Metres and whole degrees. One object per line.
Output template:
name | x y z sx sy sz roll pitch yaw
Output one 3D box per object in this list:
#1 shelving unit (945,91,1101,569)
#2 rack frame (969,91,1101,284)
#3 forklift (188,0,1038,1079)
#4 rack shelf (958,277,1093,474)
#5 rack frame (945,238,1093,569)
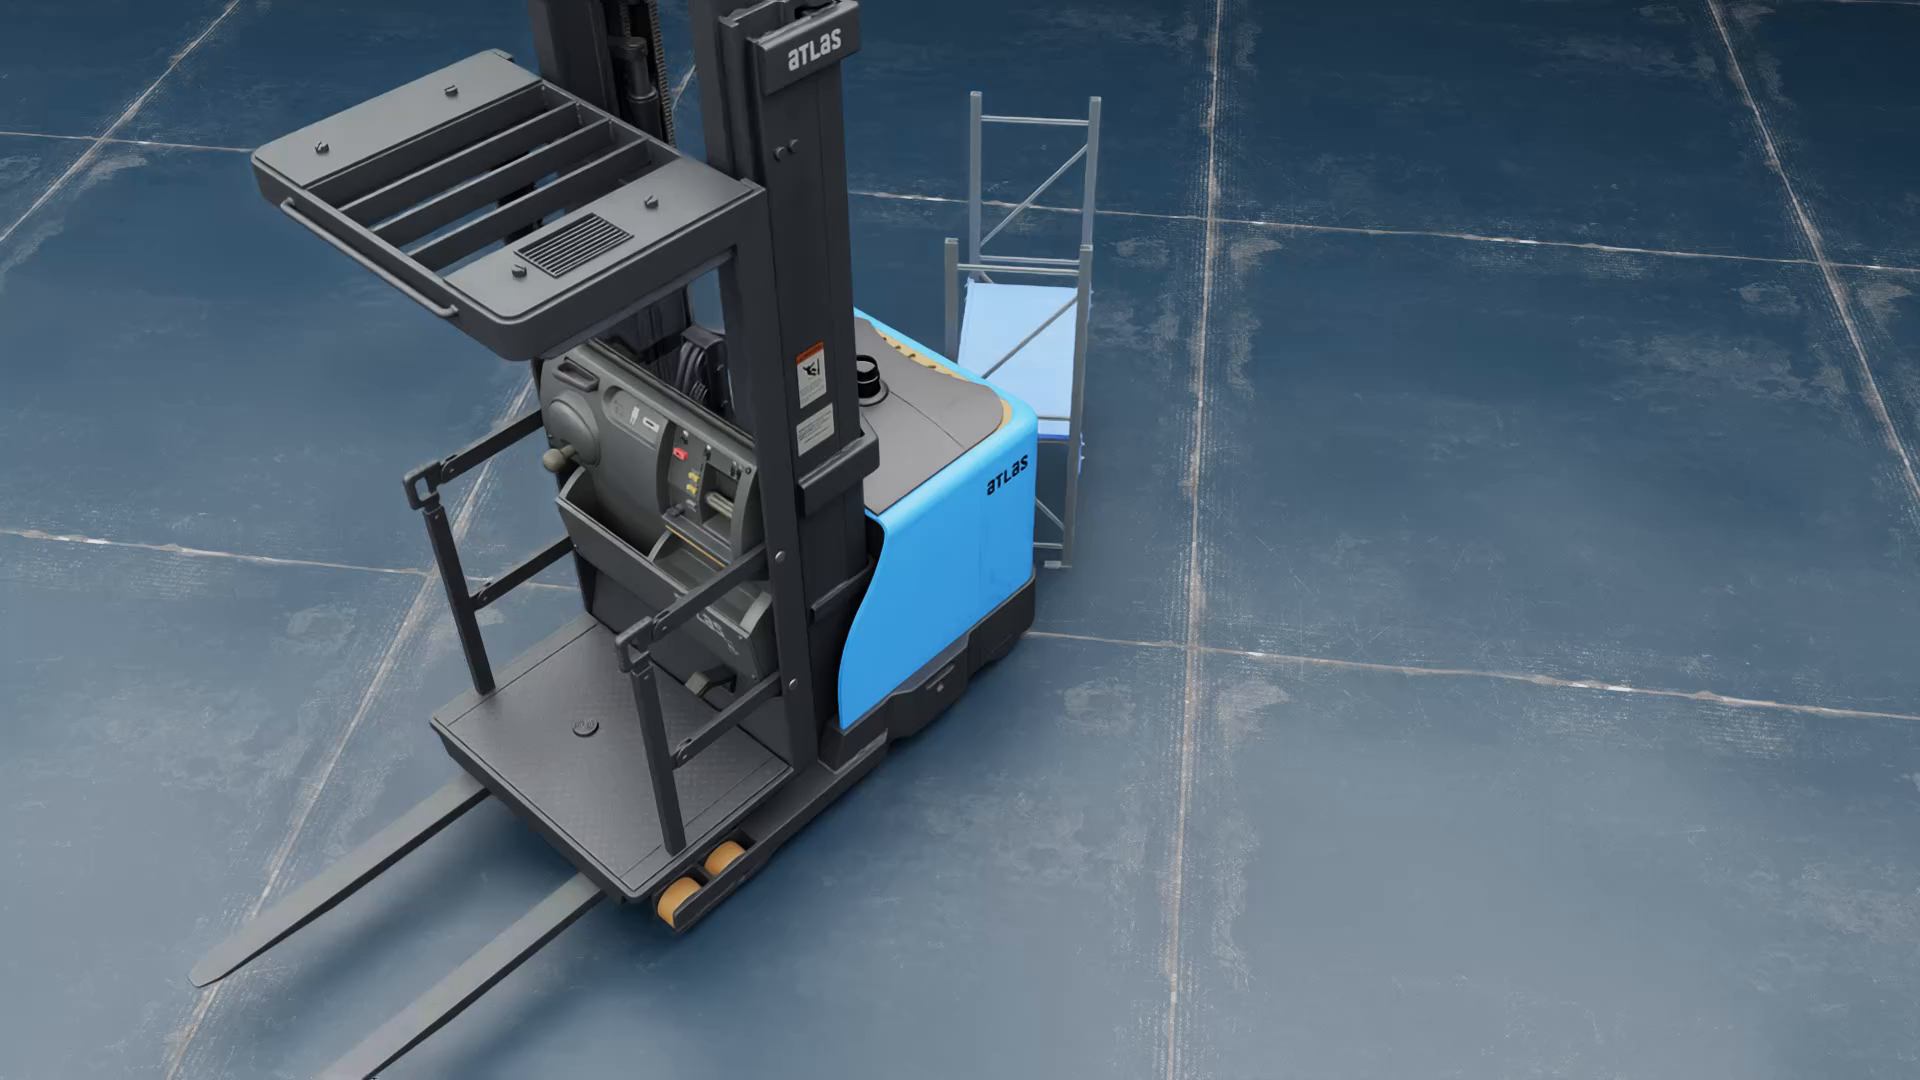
shelving unit | 0.244 -0.805 6.509 0.538 1.500 1.048 4 44 4
rack frame | 0.290 -1.153 6.877 0.500 1.500 0.032 4 44 4
forklift | -1.078 -0.200 4.829 1.130 2.935 3.031 32 52 29
rack shelf | 0.244 -0.674 6.633 0.538 0.185 1.000 4 44 4
rack frame | 0.198 -0.457 6.141 0.500 1.500 0.032 4 44 4
